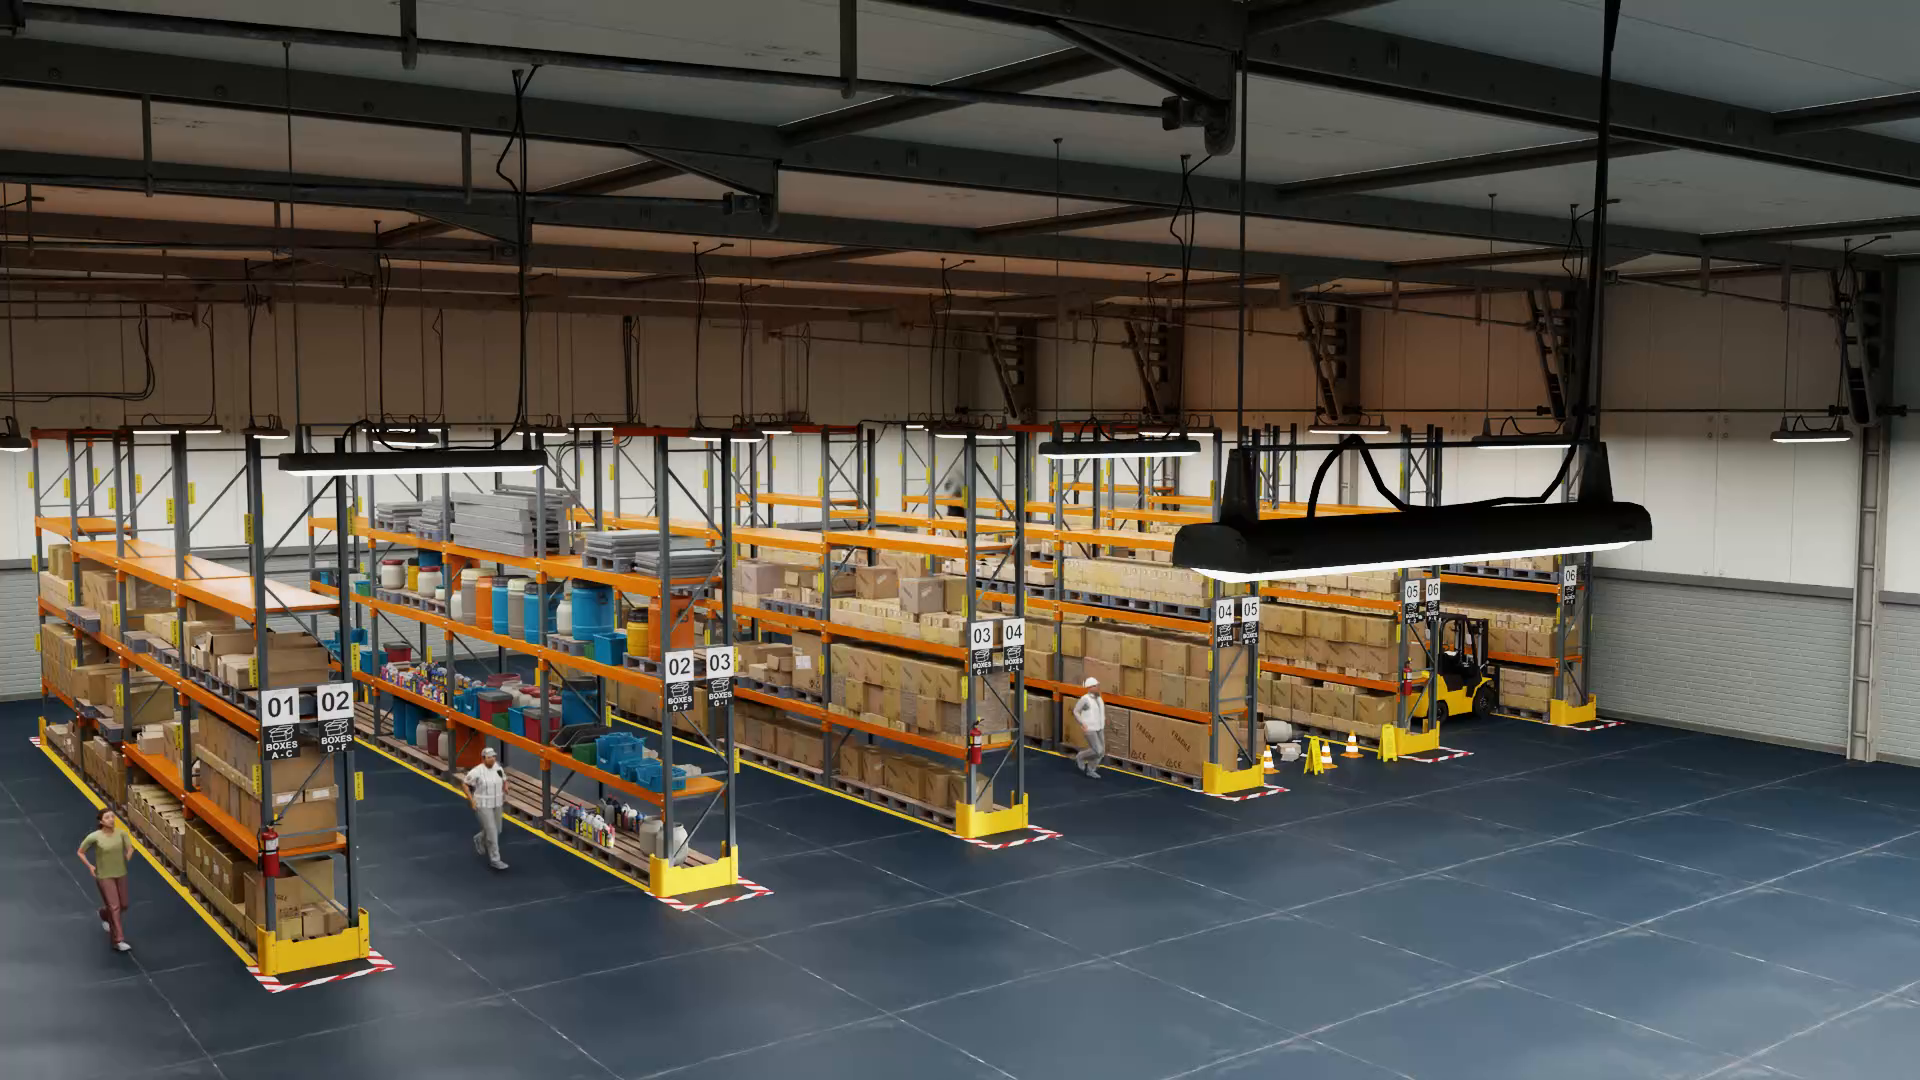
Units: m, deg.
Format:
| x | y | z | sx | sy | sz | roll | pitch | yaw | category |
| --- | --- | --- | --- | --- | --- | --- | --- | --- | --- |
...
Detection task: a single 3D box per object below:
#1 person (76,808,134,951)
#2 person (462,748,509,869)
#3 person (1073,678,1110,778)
| x | y | z | sx | sy | sz | roll | pitch | yaw | category |
| --- | --- | --- | --- | --- | --- | --- | --- | --- | --- |
| -10.035 | 3.987 | 19.611 | 0.859 | 1.597 | 0.590 | 4 | 6 | 38 | person |
| -6.561 | 3.685 | 23.072 | 0.855 | 1.644 | 0.610 | 4 | 6 | 39 | person |
| 2.270 | 3.228 | 28.562 | 0.609 | 1.721 | 0.578 | -4 | 6 | -44 | person |
